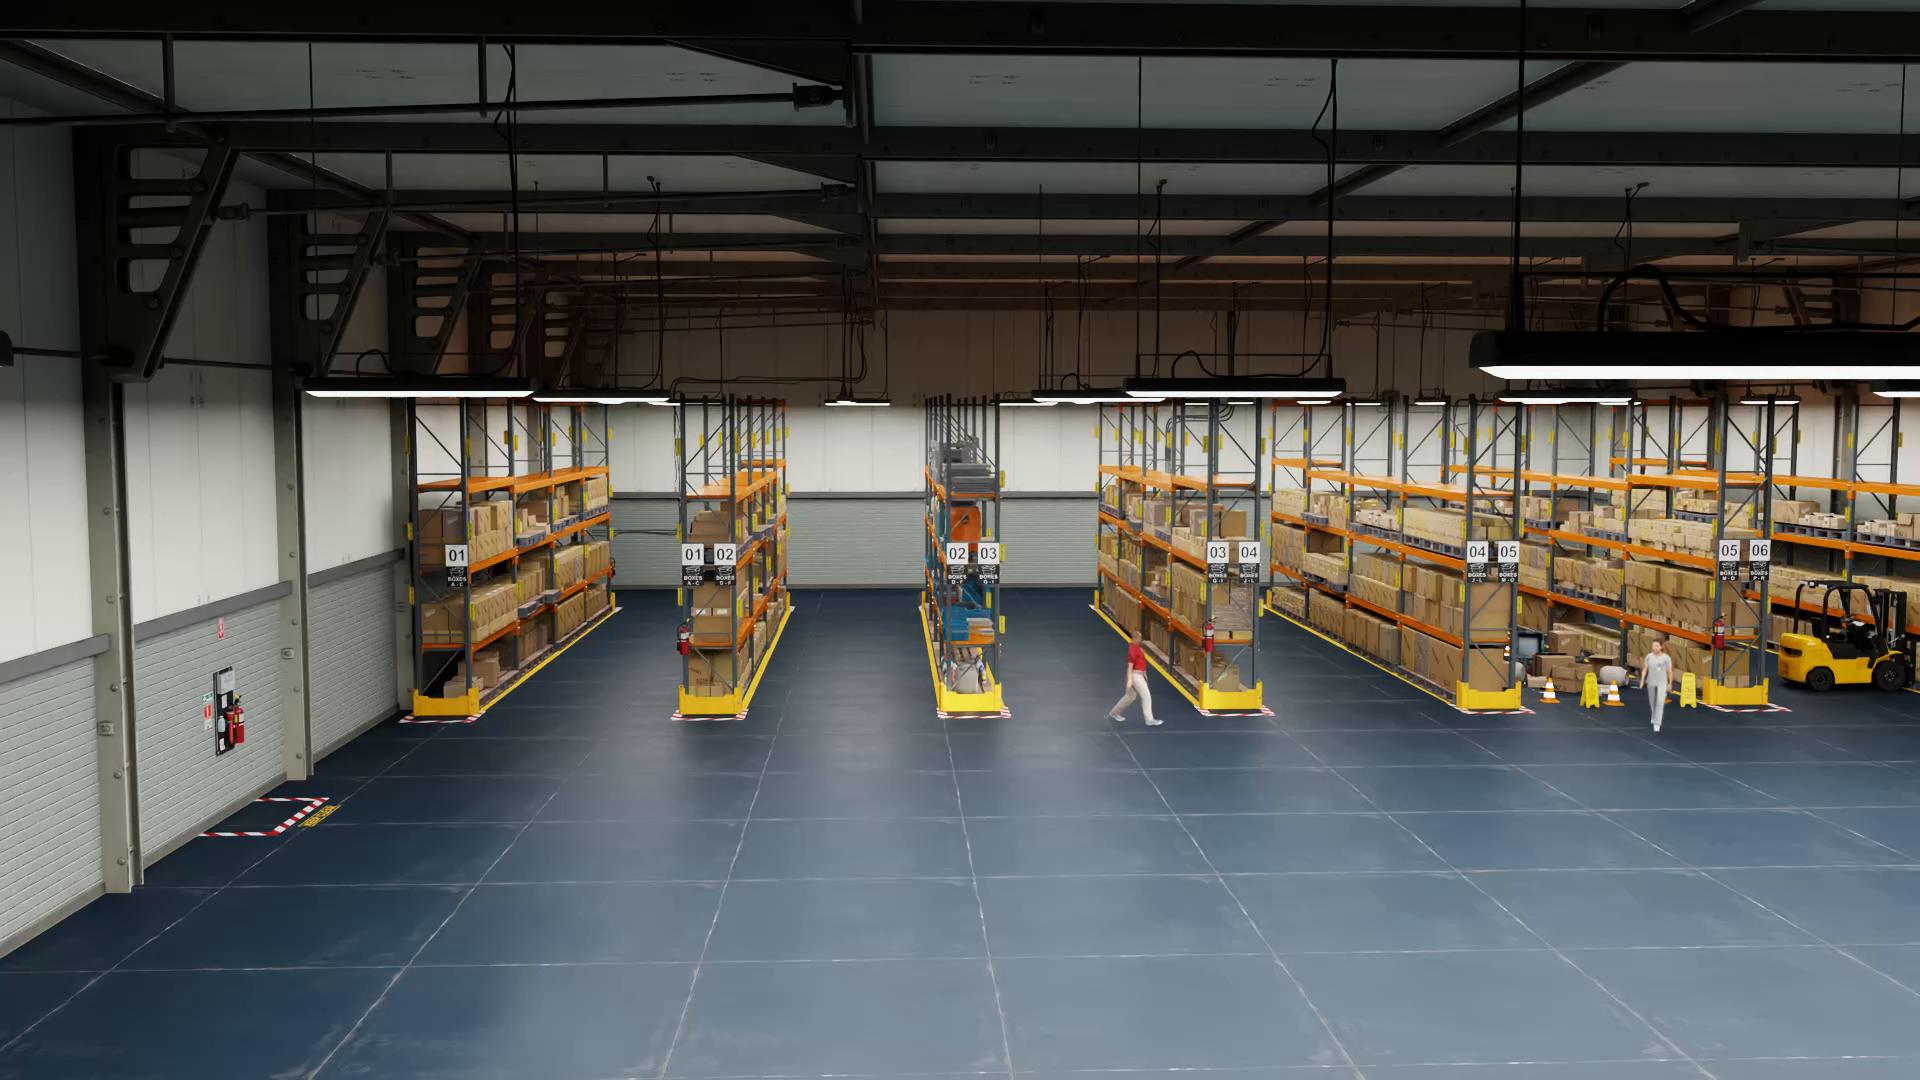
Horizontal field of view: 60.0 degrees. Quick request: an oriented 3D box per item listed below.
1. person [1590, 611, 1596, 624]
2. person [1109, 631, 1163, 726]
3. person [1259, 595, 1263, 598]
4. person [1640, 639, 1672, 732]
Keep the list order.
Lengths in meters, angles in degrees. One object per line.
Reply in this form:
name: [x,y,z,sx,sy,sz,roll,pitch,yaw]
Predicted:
person: [16.554,1.490,43.630,0.384,1.536,1.009,-1,5,-11]
person: [3.198,2.499,30.211,0.948,1.690,0.563,0,5,3]
person: [8.670,0.948,49.999,0.953,1.605,0.471,2,5,22]
person: [12.413,2.551,29.636,0.503,1.601,1.092,3,5,32]
